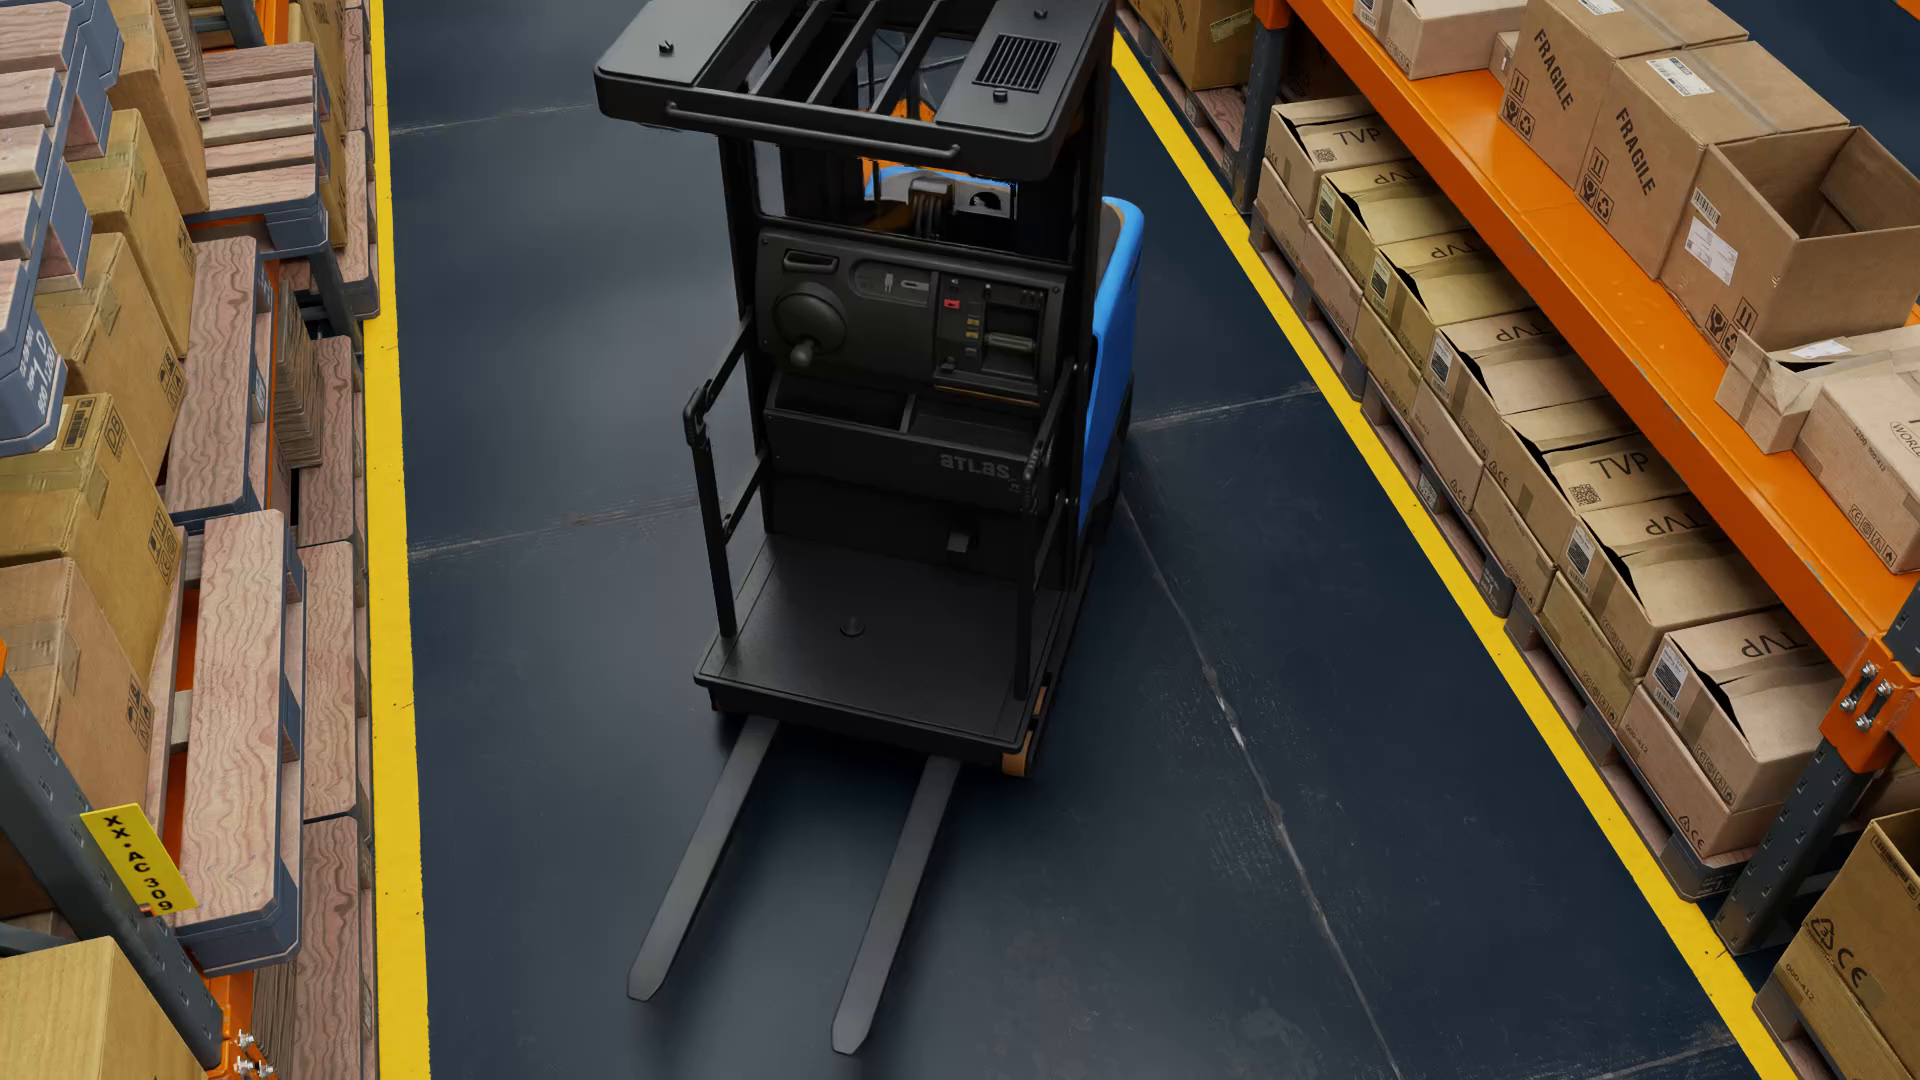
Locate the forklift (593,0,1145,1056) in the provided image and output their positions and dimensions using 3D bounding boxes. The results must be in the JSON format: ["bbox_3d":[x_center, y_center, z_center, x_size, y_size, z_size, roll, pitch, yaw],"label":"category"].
[{"bbox_3d":[-0.212,-0.562,4.749,1.130,2.935,3.031,11,47,11],"label":"forklift"}]

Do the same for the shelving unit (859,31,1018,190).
[{"bbox_3d":[-0.190,-1.624,6.792,0.587,1.500,1.083,-19,49,-18],"label":"shelving unit"}]

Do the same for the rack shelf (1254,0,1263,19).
[{"bbox_3d":[1.260,-3.813,8.391,1.077,0.370,4.000,-11,47,-10],"label":"rack shelf"}]

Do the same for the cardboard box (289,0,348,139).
[{"bbox_3d":[-3.295,-2.308,7.623,0.750,0.750,0.750,-11,47,-11],"label":"cardboard box"}]

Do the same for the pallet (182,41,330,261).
[{"bbox_3d":[-2.730,-1.236,5.496,1.213,0.211,1.003,-11,47,-10],"label":"pallet"}]

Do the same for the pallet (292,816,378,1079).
[{"bbox_3d":[-2.192,1.424,4.706,1.003,0.211,1.213,-11,47,-10],"label":"pallet"}]

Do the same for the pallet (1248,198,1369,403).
[{"bbox_3d":[1.946,-1.133,7.212,1.003,0.211,1.213,-11,47,-10],"label":"pallet"}]

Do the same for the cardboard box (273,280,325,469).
[{"bbox_3d":[-2.780,-0.568,6.148,0.700,0.500,0.500,-10,46,-10],"label":"cardboard box"}]

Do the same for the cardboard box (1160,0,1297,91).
[{"bbox_3d":[1.306,-2.566,8.107,0.500,0.500,0.500,-9,46,-9],"label":"cardboard box"}]

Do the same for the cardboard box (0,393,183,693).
[{"bbox_3d":[-2.225,0.052,3.721,0.700,0.500,0.500,-6,46,-6],"label":"cardboard box"}]

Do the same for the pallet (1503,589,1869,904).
[{"bbox_3d":[2.570,0.552,5.561,1.003,0.211,1.213,-11,47,-10],"label":"pallet"}]

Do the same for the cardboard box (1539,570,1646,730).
[{"bbox_3d":[2.282,0.310,5.477,0.500,0.250,0.500,-11,47,-11],"label":"cardboard box"}]

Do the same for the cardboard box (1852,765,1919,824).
[{"bbox_3d":[2.933,0.569,5.223,0.500,0.250,0.500,-12,47,-11],"label":"cardboard box"}]

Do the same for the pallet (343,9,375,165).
[{"bbox_3d":[-3.453,-2.199,8.257,1.003,0.211,1.213,-11,47,-10],"label":"pallet"}]

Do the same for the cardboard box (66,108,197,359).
[{"bbox_3d":[-2.545,-0.786,4.542,0.700,0.500,0.500,-11,47,-10],"label":"cardboard box"}]

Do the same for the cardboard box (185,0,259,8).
[{"bbox_3d":[-2.892,-2.304,6.116,0.500,0.500,0.500,-9,46,-9],"label":"cardboard box"}]

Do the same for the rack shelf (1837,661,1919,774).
[{"bbox_3d":[3.309,1.710,2.978,1.077,0.370,4.000,-11,47,-10],"label":"rack shelf"}]

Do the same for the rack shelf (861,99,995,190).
[{"bbox_3d":[-0.186,-1.493,6.914,0.538,0.185,1.000,-19,49,-18],"label":"rack shelf"}]

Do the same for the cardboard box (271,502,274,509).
[{"bbox_3d":[-2.606,0.147,5.448,0.700,0.500,0.500,-11,47,-11],"label":"cardboard box"}]

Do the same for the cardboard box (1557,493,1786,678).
[{"bbox_3d":[2.276,0.111,5.279,0.500,0.311,0.500,-10,46,-9],"label":"cardboard box"}]

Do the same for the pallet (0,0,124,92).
[{"bbox_3d":[-2.315,-1.160,3.318,1.213,0.211,1.003,-11,47,-10],"label":"pallet"}]

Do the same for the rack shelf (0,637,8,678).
[{"bbox_3d":[-2.503,-1.193,3.723,1.077,0.370,4.000,-11,47,-10],"label":"rack shelf"}]

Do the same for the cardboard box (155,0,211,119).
[{"bbox_3d":[-2.885,-1.642,5.381,0.700,0.500,0.500,-16,48,-15],"label":"cardboard box"}]

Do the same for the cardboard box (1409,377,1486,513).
[{"bbox_3d":[2.022,-0.395,6.168,0.500,0.250,0.500,-10,46,-10],"label":"cardboard box"}]

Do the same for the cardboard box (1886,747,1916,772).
[{"bbox_3d":[2.932,0.366,5.030,0.500,0.311,0.500,-11,47,-10],"label":"cardboard box"}]

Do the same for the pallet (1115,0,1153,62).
[{"bbox_3d":[1.309,-3.071,9.112,1.003,0.211,1.213,-11,47,-10],"label":"pallet"}]

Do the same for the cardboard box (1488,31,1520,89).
[{"bbox_3d":[2.153,-1.726,6.017,0.380,0.149,0.250,-8,46,-7],"label":"cardboard box"}]

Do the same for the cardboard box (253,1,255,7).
[{"bbox_3d":[-2.932,-2.140,6.409,0.380,0.149,0.250,-10,46,-10],"label":"cardboard box"}]

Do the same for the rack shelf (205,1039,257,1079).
[{"bbox_3d":[-1.479,2.618,2.088,1.077,0.370,4.000,-11,47,-10],"label":"rack shelf"}]

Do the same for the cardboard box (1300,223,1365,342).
[{"bbox_3d":[1.752,-1.107,6.866,0.500,0.250,0.500,-12,47,-11],"label":"cardboard box"}]

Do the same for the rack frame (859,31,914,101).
[{"bbox_3d":[-0.412,-1.944,7.105,0.500,1.500,0.032,-19,49,-18],"label":"rack frame"}]

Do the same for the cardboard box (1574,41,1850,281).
[{"bbox_3d":[2.353,-1.200,5.256,0.500,0.500,0.500,-11,47,-10],"label":"cardboard box"}]

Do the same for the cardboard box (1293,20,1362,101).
[{"bbox_3d":[1.932,-2.330,7.875,0.500,0.500,0.500,-9,46,-9],"label":"cardboard box"}]

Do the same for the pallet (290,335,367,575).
[{"bbox_3d":[-2.817,-0.260,6.357,1.003,0.211,1.213,-11,47,-10],"label":"pallet"}]

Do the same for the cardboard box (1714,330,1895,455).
[{"bbox_3d":[2.394,-0.449,4.684,0.396,0.266,0.258,-12,47,-11],"label":"cardboard box"}]

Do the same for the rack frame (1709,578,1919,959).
[{"bbox_3d":[2.797,0.077,4.074,1.000,3.000,0.127,-11,47,-10],"label":"rack frame"}]

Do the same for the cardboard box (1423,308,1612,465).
[{"bbox_3d":[2.026,-0.581,5.958,0.500,0.311,0.500,-11,47,-11],"label":"cardboard box"}]

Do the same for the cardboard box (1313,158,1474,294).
[{"bbox_3d":[1.765,-1.289,6.651,0.500,0.311,0.500,-12,47,-11],"label":"cardboard box"}]

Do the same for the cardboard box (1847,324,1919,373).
[{"bbox_3d":[2.767,-0.484,4.800,0.380,0.149,0.250,-11,47,-10],"label":"cardboard box"}]

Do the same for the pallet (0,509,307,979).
[{"bbox_3d":[-2.046,0.498,3.796,1.003,0.211,1.213,-11,47,-10],"label":"pallet"}]

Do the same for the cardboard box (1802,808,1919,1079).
[{"bbox_3d":[2.613,1.008,4.268,0.500,0.500,0.500,-11,47,-10],"label":"cardboard box"}]
